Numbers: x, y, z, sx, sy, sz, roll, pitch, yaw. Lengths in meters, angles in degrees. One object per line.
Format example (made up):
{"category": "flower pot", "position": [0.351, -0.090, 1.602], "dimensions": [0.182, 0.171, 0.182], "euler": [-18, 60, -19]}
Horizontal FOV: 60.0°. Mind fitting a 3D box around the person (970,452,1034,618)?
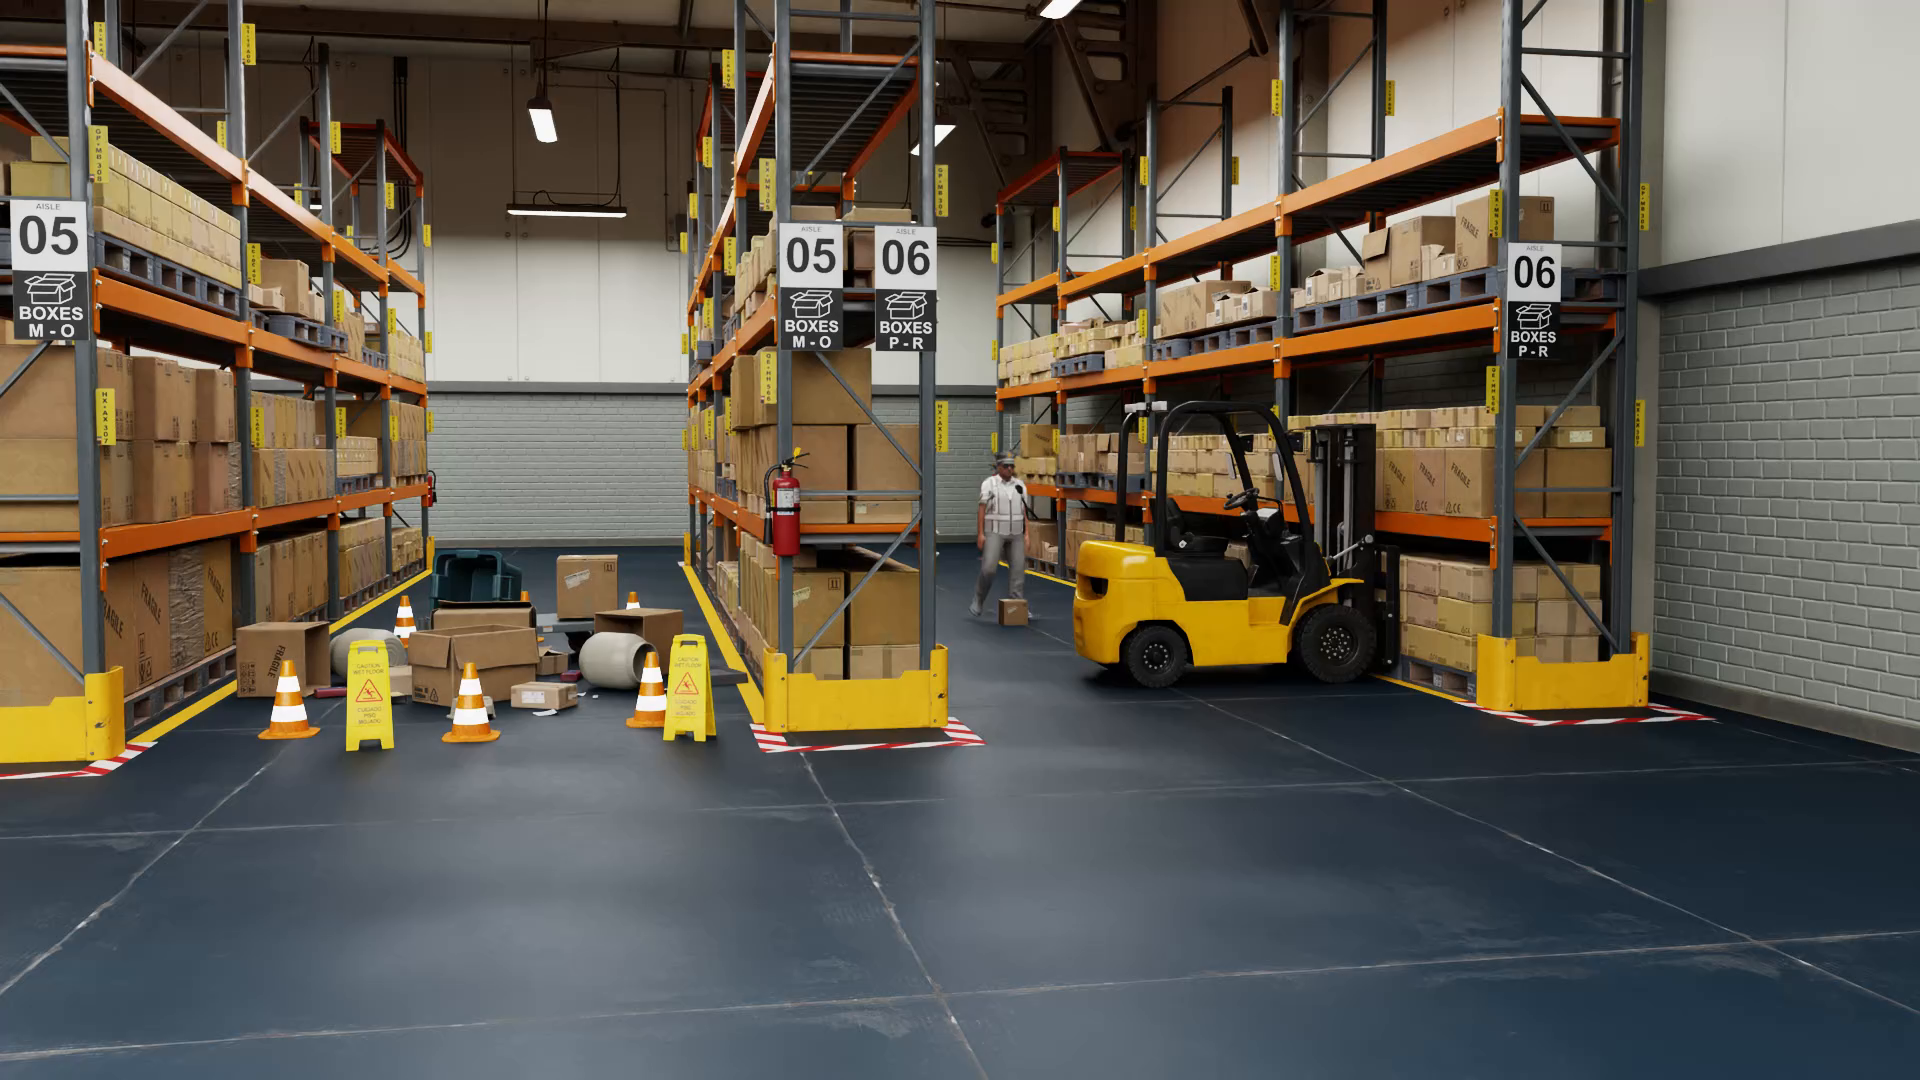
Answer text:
{"category": "person", "position": [0.448, -0.053, 17.596], "dimensions": [0.638, 1.756, 0.585], "euler": [-1, 3, -23]}
